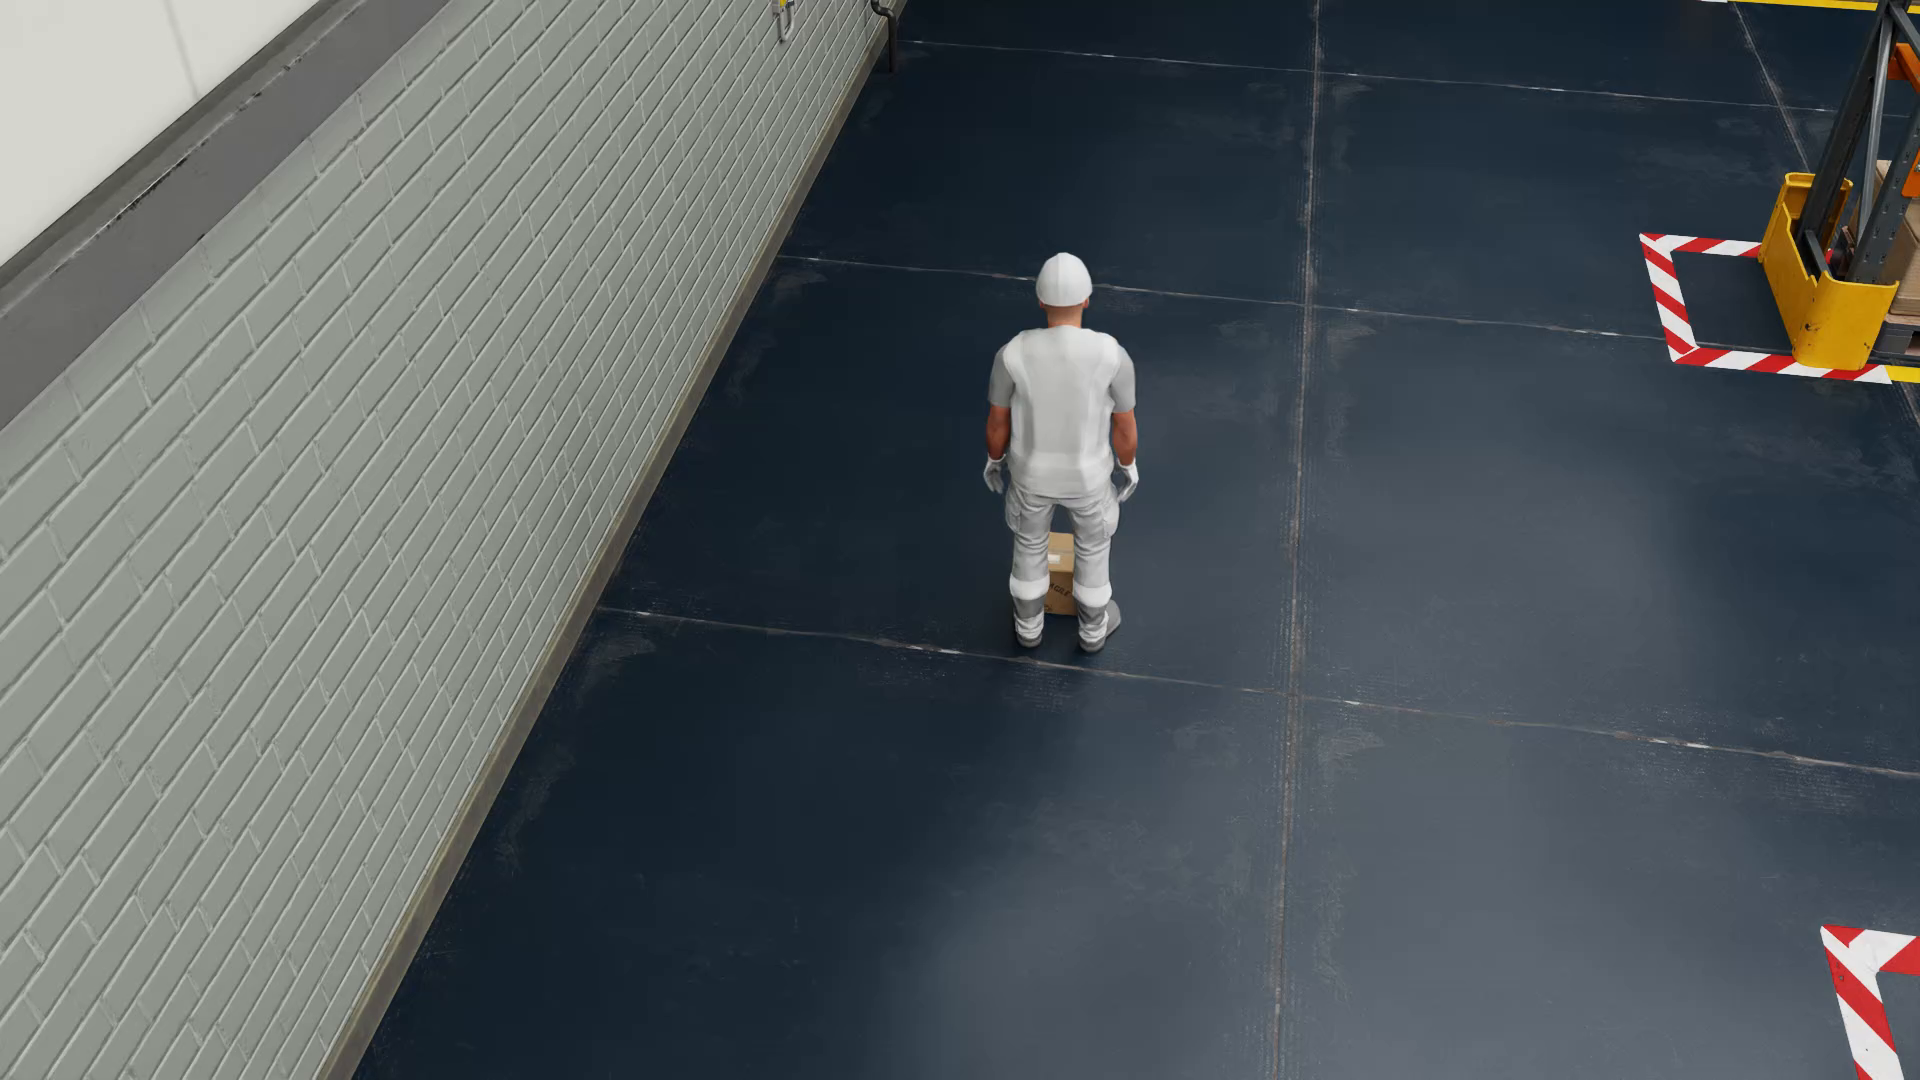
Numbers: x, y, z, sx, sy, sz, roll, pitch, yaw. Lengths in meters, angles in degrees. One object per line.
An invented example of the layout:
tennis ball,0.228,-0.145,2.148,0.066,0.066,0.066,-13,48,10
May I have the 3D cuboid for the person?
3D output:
person,0.396,-0.293,6.494,0.608,1.777,0.453,5,40,6
